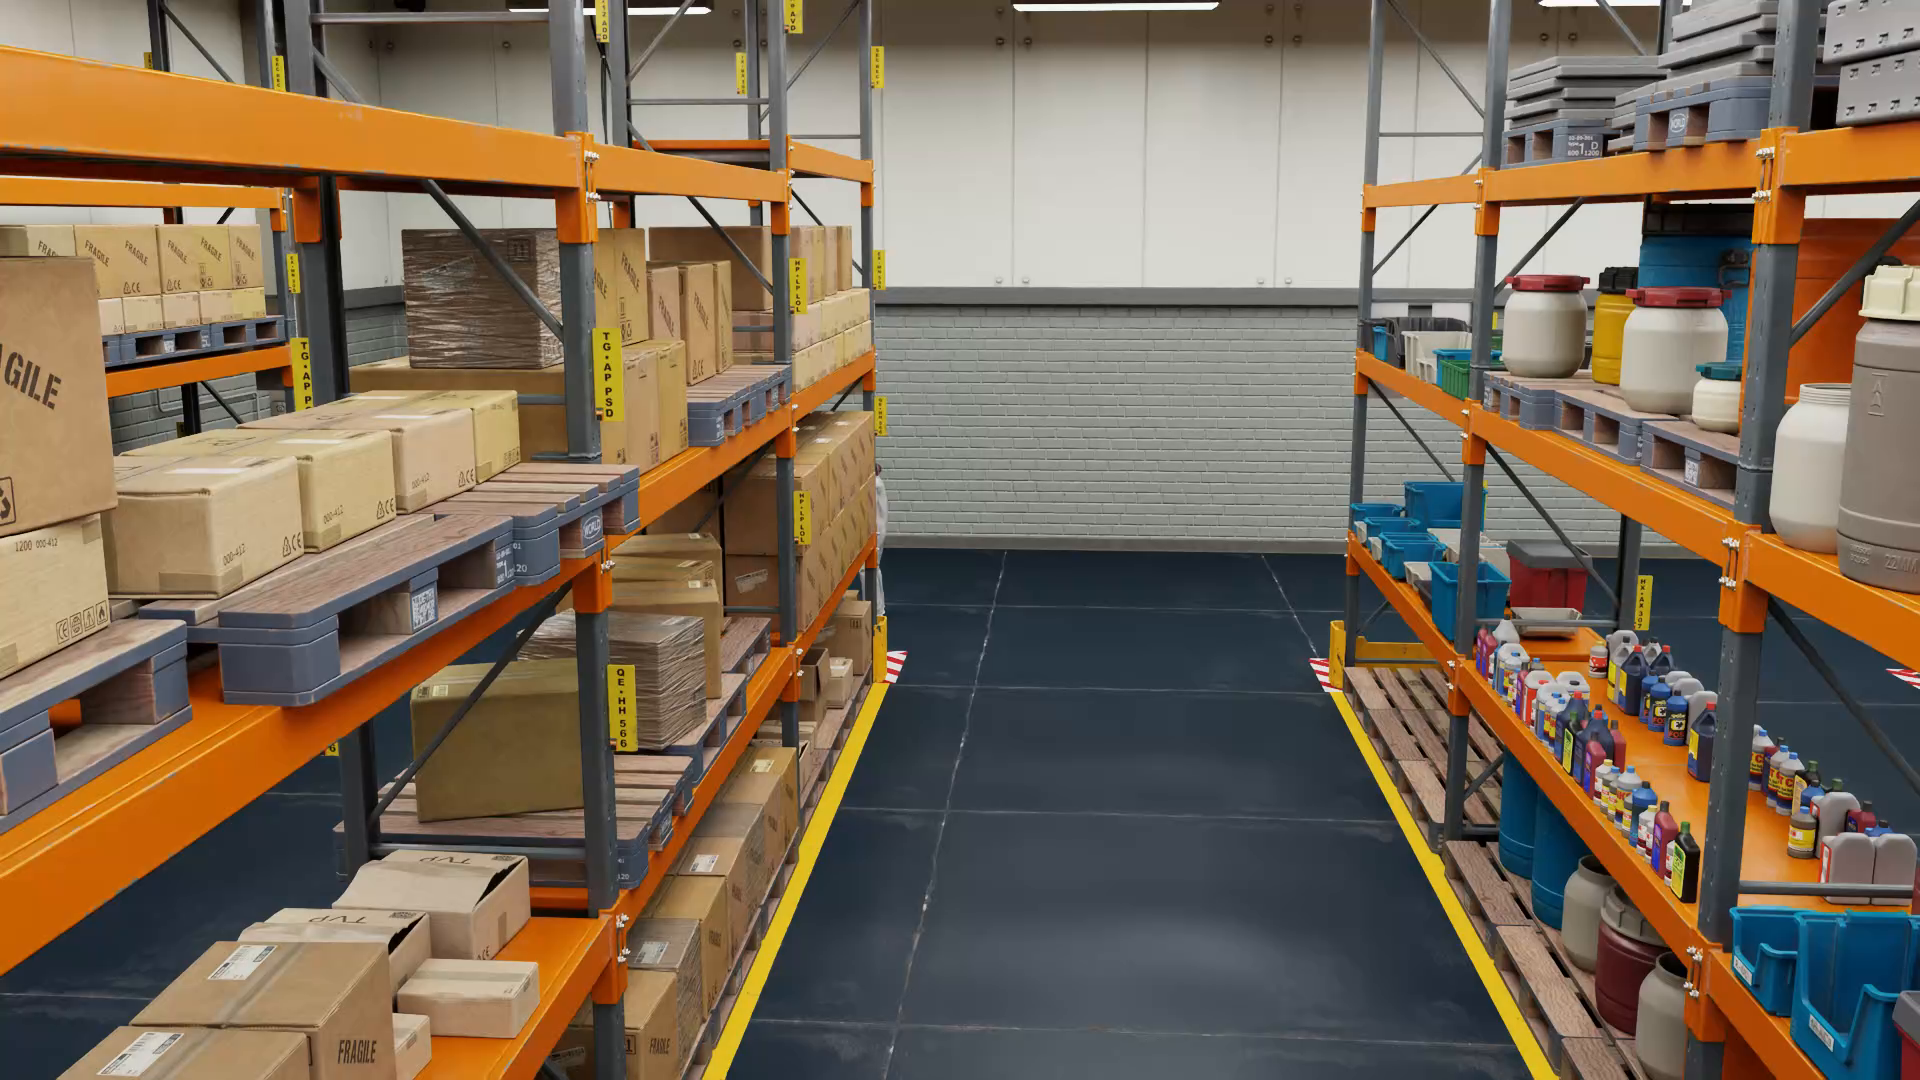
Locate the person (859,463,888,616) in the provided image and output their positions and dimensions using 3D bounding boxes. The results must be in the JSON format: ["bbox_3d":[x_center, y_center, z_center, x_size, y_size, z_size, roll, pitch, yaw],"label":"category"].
[{"bbox_3d":[-0.881,-0.047,16.230,0.353,1.653,0.512,0,11,1],"label":"person"}]
